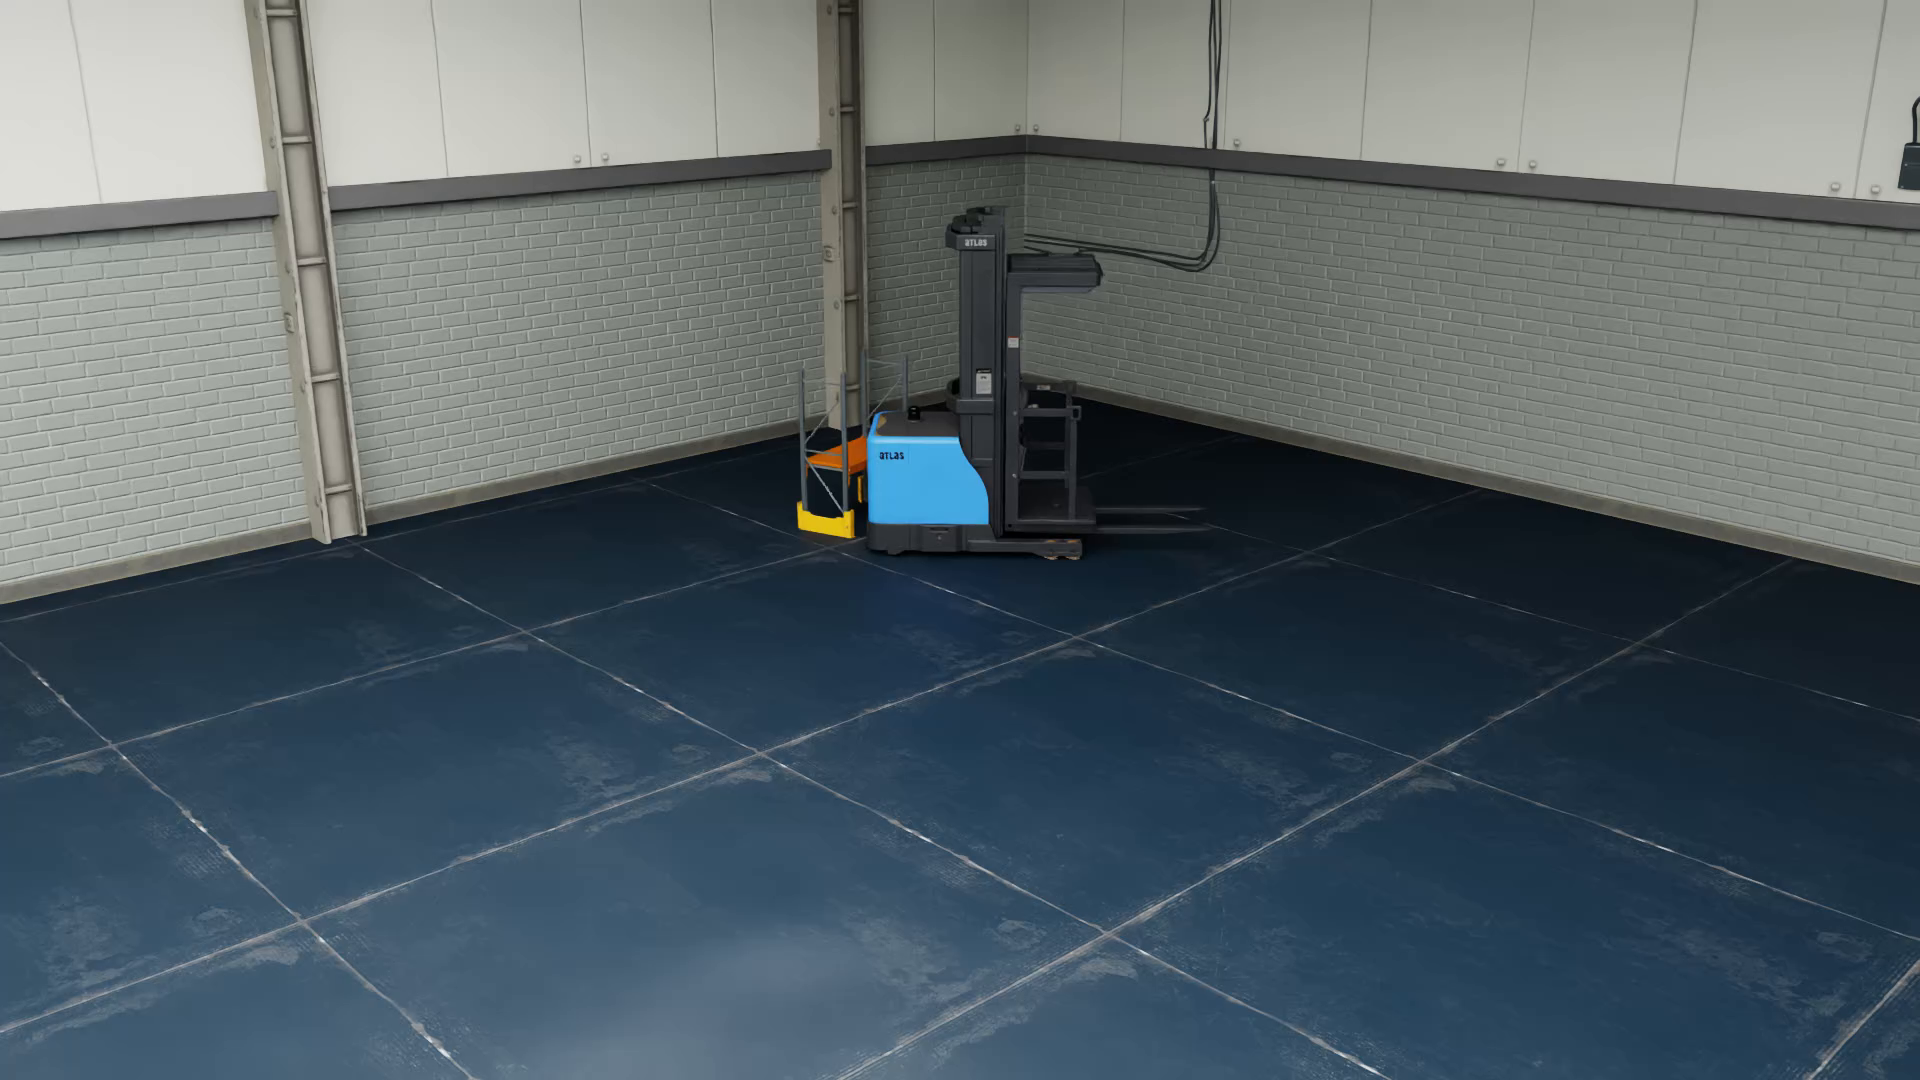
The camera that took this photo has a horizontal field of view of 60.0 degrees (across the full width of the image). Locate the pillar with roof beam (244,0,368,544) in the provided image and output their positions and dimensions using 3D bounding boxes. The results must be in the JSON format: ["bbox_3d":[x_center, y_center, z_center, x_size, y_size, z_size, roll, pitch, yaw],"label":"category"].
[{"bbox_3d":[-2.676,-3.354,10.738,0.400,9.000,9.100,-16,24,-41],"label":"pillar with roof beam"}]

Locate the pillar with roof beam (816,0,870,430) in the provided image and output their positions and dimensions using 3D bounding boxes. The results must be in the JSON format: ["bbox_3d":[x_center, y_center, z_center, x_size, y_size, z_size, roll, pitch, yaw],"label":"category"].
[{"bbox_3d":[1.683,-4.625,14.659,0.400,9.000,9.100,-16,24,-41],"label":"pillar with roof beam"}]

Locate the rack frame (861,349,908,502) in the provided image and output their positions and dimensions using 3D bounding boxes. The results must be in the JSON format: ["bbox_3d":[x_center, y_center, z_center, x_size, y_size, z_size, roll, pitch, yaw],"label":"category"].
[{"bbox_3d":[-0.710,-1.052,15.796,0.500,1.500,0.032,10,21,29],"label":"rack frame"}]

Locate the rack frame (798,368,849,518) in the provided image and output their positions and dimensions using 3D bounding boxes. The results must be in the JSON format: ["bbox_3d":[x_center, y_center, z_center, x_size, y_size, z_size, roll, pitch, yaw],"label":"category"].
[{"bbox_3d":[-1.225,-0.781,14.962,0.500,1.500,0.032,10,21,29],"label":"rack frame"}]

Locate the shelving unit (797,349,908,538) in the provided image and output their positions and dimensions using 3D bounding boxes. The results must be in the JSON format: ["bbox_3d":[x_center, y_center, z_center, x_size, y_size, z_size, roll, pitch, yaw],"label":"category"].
[{"bbox_3d":[-0.972,-0.914,15.372,0.587,1.500,1.083,10,21,29],"label":"shelving unit"}]

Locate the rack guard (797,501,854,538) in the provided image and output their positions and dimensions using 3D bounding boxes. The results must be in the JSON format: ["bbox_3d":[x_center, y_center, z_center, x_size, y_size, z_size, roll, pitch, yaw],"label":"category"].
[{"bbox_3d":[-1.224,-0.187,15.156,0.587,0.250,0.087,10,21,29],"label":"rack guard"}]

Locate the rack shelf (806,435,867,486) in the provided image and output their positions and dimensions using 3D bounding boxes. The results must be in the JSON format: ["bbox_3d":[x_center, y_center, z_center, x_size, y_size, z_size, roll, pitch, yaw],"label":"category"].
[{"bbox_3d":[-0.967,-0.745,15.435,0.538,0.185,1.000,10,21,29],"label":"rack shelf"}]

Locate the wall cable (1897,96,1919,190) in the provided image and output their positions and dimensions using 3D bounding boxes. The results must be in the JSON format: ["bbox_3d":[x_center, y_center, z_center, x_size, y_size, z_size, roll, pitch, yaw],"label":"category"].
[{"bbox_3d":[8.286,-5.405,11.550,0.169,6.003,2.305,-16,24,-41],"label":"wall cable"}]

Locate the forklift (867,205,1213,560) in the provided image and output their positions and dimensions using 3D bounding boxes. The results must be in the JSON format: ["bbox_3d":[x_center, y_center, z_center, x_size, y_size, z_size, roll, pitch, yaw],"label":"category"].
[{"bbox_3d":[0.712,-1.389,14.518,3.031,2.935,1.130,0,18,1],"label":"forklift"}]

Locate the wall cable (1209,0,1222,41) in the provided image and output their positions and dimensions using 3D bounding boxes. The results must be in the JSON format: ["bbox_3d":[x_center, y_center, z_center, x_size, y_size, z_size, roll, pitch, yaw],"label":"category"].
[{"bbox_3d":[3.634,-6.237,16.476,0.112,2.526,3.097,-16,24,-41],"label":"wall cable"}]

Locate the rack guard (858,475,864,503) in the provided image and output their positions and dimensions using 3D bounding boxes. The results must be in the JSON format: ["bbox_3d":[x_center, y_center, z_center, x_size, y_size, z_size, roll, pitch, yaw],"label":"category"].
[{"bbox_3d":[-0.720,-0.452,15.973,0.587,0.250,0.087,10,21,29],"label":"rack guard"}]

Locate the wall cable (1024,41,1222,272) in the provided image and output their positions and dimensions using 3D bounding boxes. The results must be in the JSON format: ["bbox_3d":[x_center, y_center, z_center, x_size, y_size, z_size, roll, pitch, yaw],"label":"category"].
[{"bbox_3d":[1.775,-4.441,19.125,0.112,2.526,3.097,-16,24,-41],"label":"wall cable"}]
